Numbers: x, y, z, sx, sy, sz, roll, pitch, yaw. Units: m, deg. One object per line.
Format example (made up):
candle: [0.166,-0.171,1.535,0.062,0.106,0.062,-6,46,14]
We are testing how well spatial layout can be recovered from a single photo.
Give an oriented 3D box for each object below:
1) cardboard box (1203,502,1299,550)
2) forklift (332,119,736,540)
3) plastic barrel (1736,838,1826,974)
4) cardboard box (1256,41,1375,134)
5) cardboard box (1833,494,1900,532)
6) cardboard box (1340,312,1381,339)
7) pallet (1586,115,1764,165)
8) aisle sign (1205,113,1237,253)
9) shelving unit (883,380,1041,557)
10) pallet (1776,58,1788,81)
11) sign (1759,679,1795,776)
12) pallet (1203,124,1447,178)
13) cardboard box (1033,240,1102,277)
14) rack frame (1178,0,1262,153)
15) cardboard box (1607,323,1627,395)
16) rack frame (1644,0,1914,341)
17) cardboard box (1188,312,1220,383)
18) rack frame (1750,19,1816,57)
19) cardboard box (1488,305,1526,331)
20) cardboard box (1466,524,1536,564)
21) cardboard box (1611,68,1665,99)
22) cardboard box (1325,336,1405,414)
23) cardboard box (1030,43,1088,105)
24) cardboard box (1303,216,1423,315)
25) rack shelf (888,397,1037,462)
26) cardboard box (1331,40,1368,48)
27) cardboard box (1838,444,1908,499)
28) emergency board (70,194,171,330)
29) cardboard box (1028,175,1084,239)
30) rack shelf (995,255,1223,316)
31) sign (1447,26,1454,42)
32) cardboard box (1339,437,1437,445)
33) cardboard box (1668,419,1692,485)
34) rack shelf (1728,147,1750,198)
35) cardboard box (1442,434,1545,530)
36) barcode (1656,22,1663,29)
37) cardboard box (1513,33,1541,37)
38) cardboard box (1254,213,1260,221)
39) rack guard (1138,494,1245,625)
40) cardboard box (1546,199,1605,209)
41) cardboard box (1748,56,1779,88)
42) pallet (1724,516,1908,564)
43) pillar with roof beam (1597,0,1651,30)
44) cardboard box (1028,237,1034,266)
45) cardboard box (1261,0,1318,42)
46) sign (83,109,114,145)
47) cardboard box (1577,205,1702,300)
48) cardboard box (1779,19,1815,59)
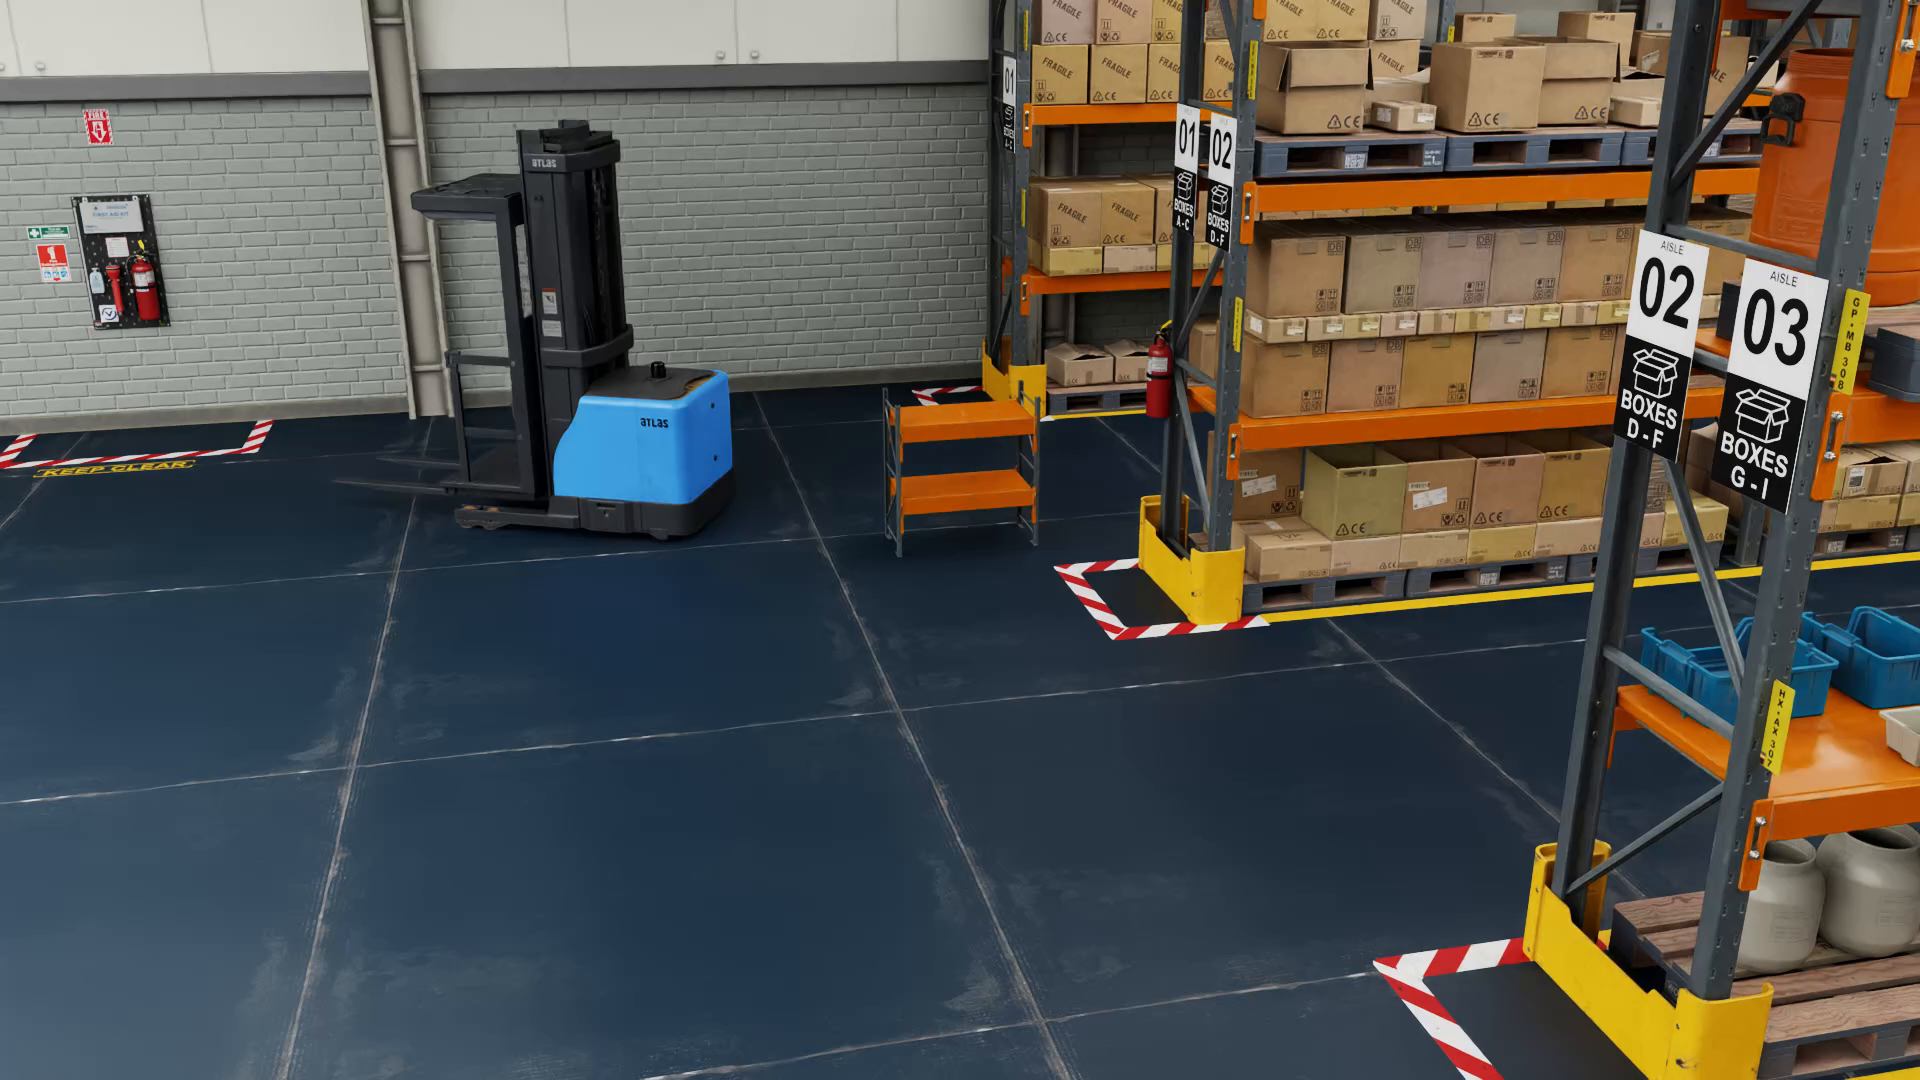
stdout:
cardboard box: [2.032,-0.109,11.638,0.500,0.250,0.500,-5,21,-12]
forklift: [-3.330,-1.622,12.481,3.031,2.935,1.130,4,21,12]
plastic barrel: [3.337,1.490,6.892,0.421,0.512,0.421,0,20,0]
cardboard box: [2.138,-2.825,10.342,0.637,0.503,0.797,-3,20,-9]
cardboard box: [6.418,-0.273,12.086,0.500,0.250,0.500,-4,21,-11]
cardboard box: [2.509,-1.413,10.723,0.250,0.149,0.380,-5,21,-12]
pallet: [4.646,-2.669,11.007,1.213,0.211,1.003,-5,21,-12]
aisle sign: [1.584,-2.174,10.110,0.004,0.787,0.394,-5,21,-12]
shelving unit: [0.007,-0.529,12.123,1.048,1.125,0.538,-5,21,-12]
pallet: [8.834,-4.741,16.810,1.003,0.211,1.213,-4,20,-10]
sign: [2.836,0.651,5.773,0.005,0.325,0.100,-5,21,-12]
pallet: [2.272,-2.476,10.480,1.213,0.211,1.003,-5,21,-12]
cardboard box: [0.982,-2.591,15.215,0.500,0.250,0.500,-5,21,-14]
rack frame: [1.578,-3.878,9.819,0.127,3.000,1.000,-5,21,-12]
cardboard box: [4.528,-1.344,11.477,0.500,0.500,0.700,-5,21,-13]
rack frame: [2.714,-2.220,5.292,0.127,3.000,1.000,-5,21,-12]
cardboard box: [2.409,-1.863,16.035,0.500,0.500,0.700,-6,21,-16]
rack frame: [8.220,-6.169,16.074,0.127,3.000,1.000,-5,21,-12]
cardboard box: [3.505,-1.493,10.942,0.250,0.149,0.380,-4,21,-12]
cardboard box: [3.611,-0.054,11.487,0.500,0.250,0.500,-5,21,-12]
cardboard box: [4.394,-3.013,11.134,0.500,0.311,0.500,-6,21,-15]
cardboard box: [2.545,-1.184,11.041,0.500,0.500,0.700,-4,21,-11]
cardboard box: [0.817,-4.127,14.684,0.500,0.500,0.500,-4,21,-11]
cardboard box: [2.597,-1.798,10.830,0.500,0.500,0.700,-5,21,-14]
rack shelf: [0.007,-0.804,12.022,1.000,0.278,0.538,-5,21,-12]
cardboard box: [3.397,-4.342,15.272,0.500,0.500,0.500,-6,21,-17]
cardboard box: [6.418,-0.535,11.985,0.500,0.311,0.500,-5,21,-13]
emergency board: [-7.336,-2.407,14.523,0.643,1.169,0.194,-5,21,-12]
cardboard box: [0.844,-3.119,15.567,0.500,0.500,0.500,-5,21,-13]
rack shelf: [2.381,-2.540,15.933,4.000,0.370,1.077,-5,21,-12]
sign: [4.459,-4.506,15.142,0.005,0.325,0.100,-5,21,-12]
cardboard box: [3.001,-0.546,11.740,0.500,0.500,0.500,-5,21,-12]
cardboard box: [4.947,-0.704,12.173,0.500,0.500,0.500,-5,21,-12]
rack shelf: [7.417,-2.607,11.756,4.000,0.370,1.077,-5,21,-12]
cardboard box: [3.611,-0.405,11.357,0.500,0.500,0.500,-5,21,-12]
barcode: [7.027,-5.165,16.705,0.075,0.075,0.001,-5,21,-12]
cardboard box: [5.477,-4.665,15.847,0.500,0.311,0.500,-4,20,-11]
cardboard box: [2.455,-3.067,15.425,0.500,0.500,0.500,-4,20,-11]
rack guard: [1.555,0.114,11.276,0.348,0.500,1.175,-5,21,-12]
cardboard box: [6.009,-3.423,16.512,0.500,0.500,0.700,-2,20,-5]
cardboard box: [7.581,-4.581,16.199,0.500,0.311,0.500,-5,21,-12]
pallet: [6.179,-0.140,12.390,1.213,0.211,1.003,-5,21,-12]
pillar with roof beam: [7.746,-4.915,12.650,0.400,9.000,9.100,-5,21,-12]
cardboard box: [0.845,-2.760,15.678,0.500,0.250,0.500,-4,21,-12]
cardboard box: [2.865,-4.748,14.926,0.500,0.500,0.500,-5,21,-14]
sign: [-7.367,-3.528,14.214,0.199,0.298,0.001,-5,21,-12]
cardboard box: [4.549,-1.957,11.263,0.500,0.500,0.700,-5,21,-13]
cardboard box: [8.670,-5.071,16.652,0.500,0.500,0.700,-6,21,-17]
